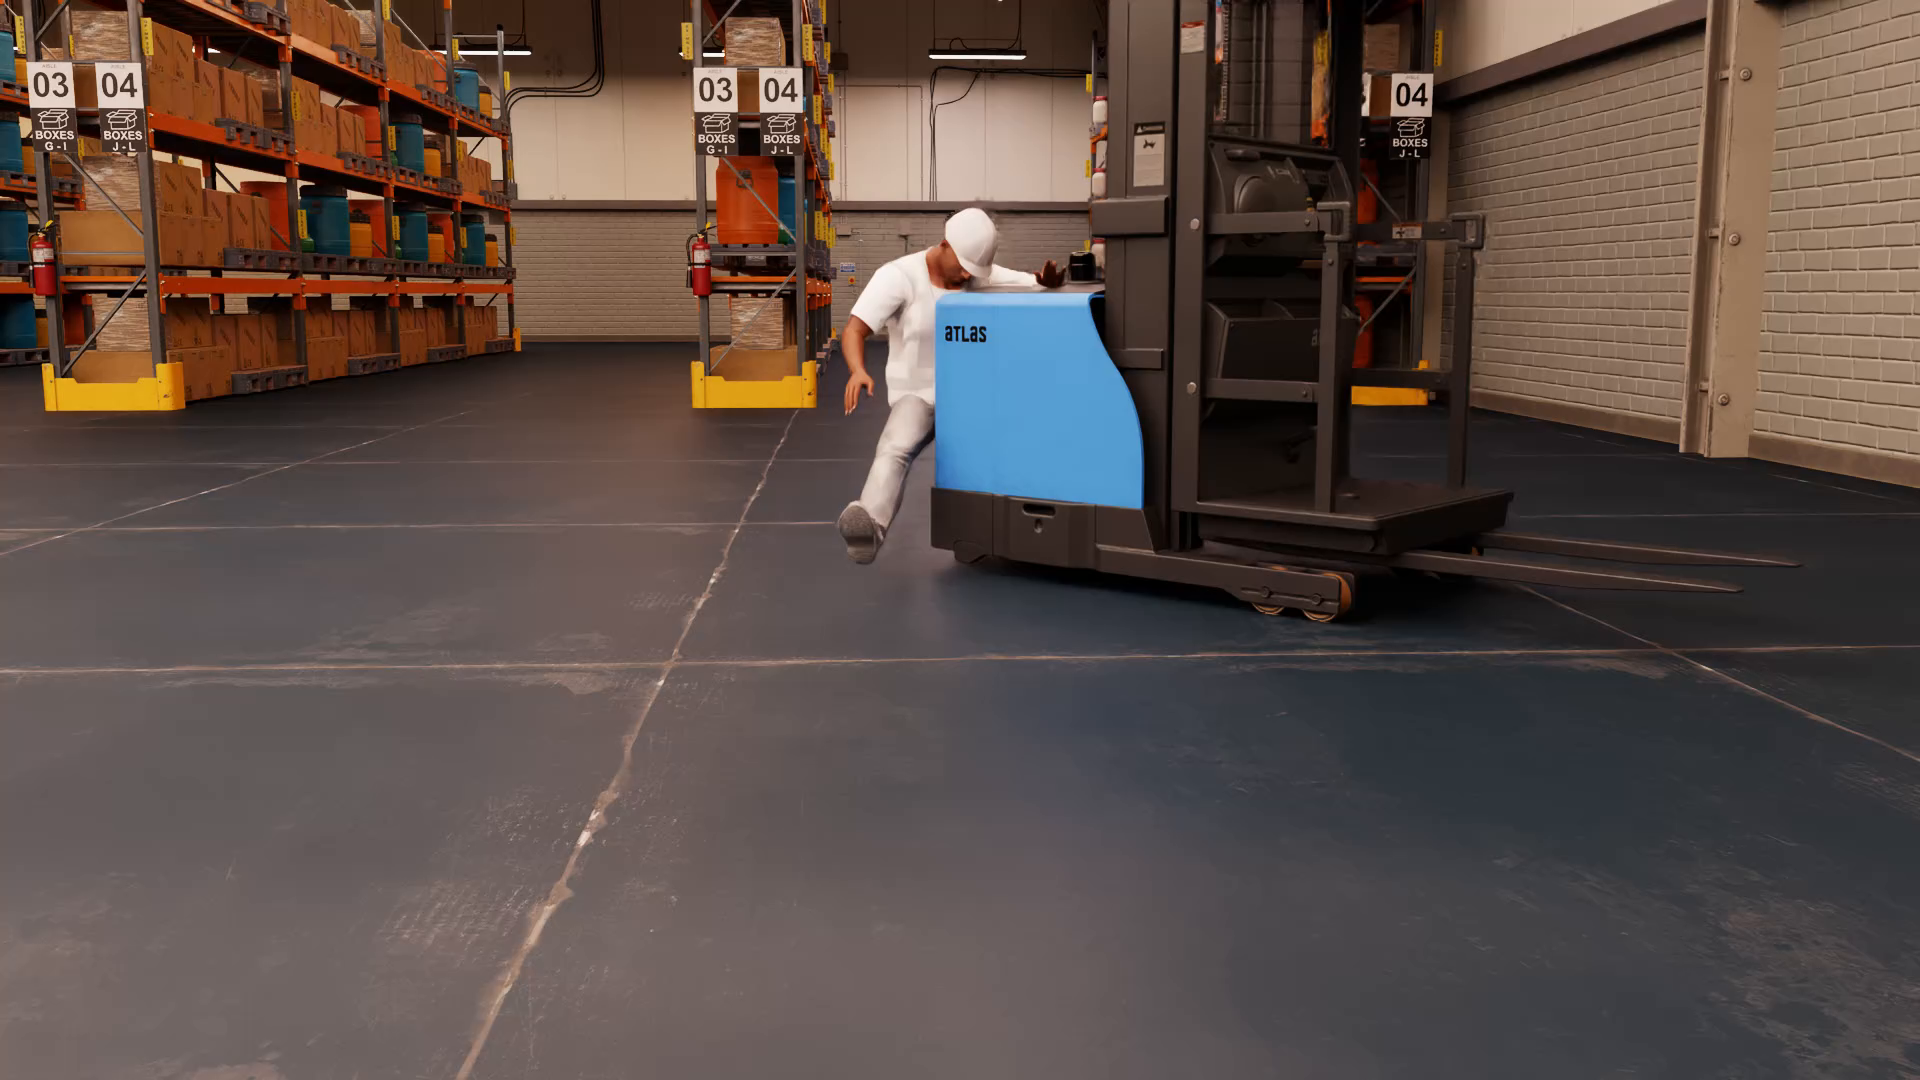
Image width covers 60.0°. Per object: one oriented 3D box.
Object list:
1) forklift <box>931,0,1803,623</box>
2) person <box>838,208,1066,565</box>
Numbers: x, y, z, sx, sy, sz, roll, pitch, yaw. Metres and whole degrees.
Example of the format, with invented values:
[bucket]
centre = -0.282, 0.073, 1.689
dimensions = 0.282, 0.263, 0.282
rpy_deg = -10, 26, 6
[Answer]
[forklift]
centre = 1.325, -1.264, 5.846
dimensions = 3.031, 2.935, 1.130
rpy_deg = 7, 11, 41
[person]
centre = 0.006, -0.582, 6.511
dimensions = 1.082, 1.415, 1.121
rpy_deg = -1, 9, -10
